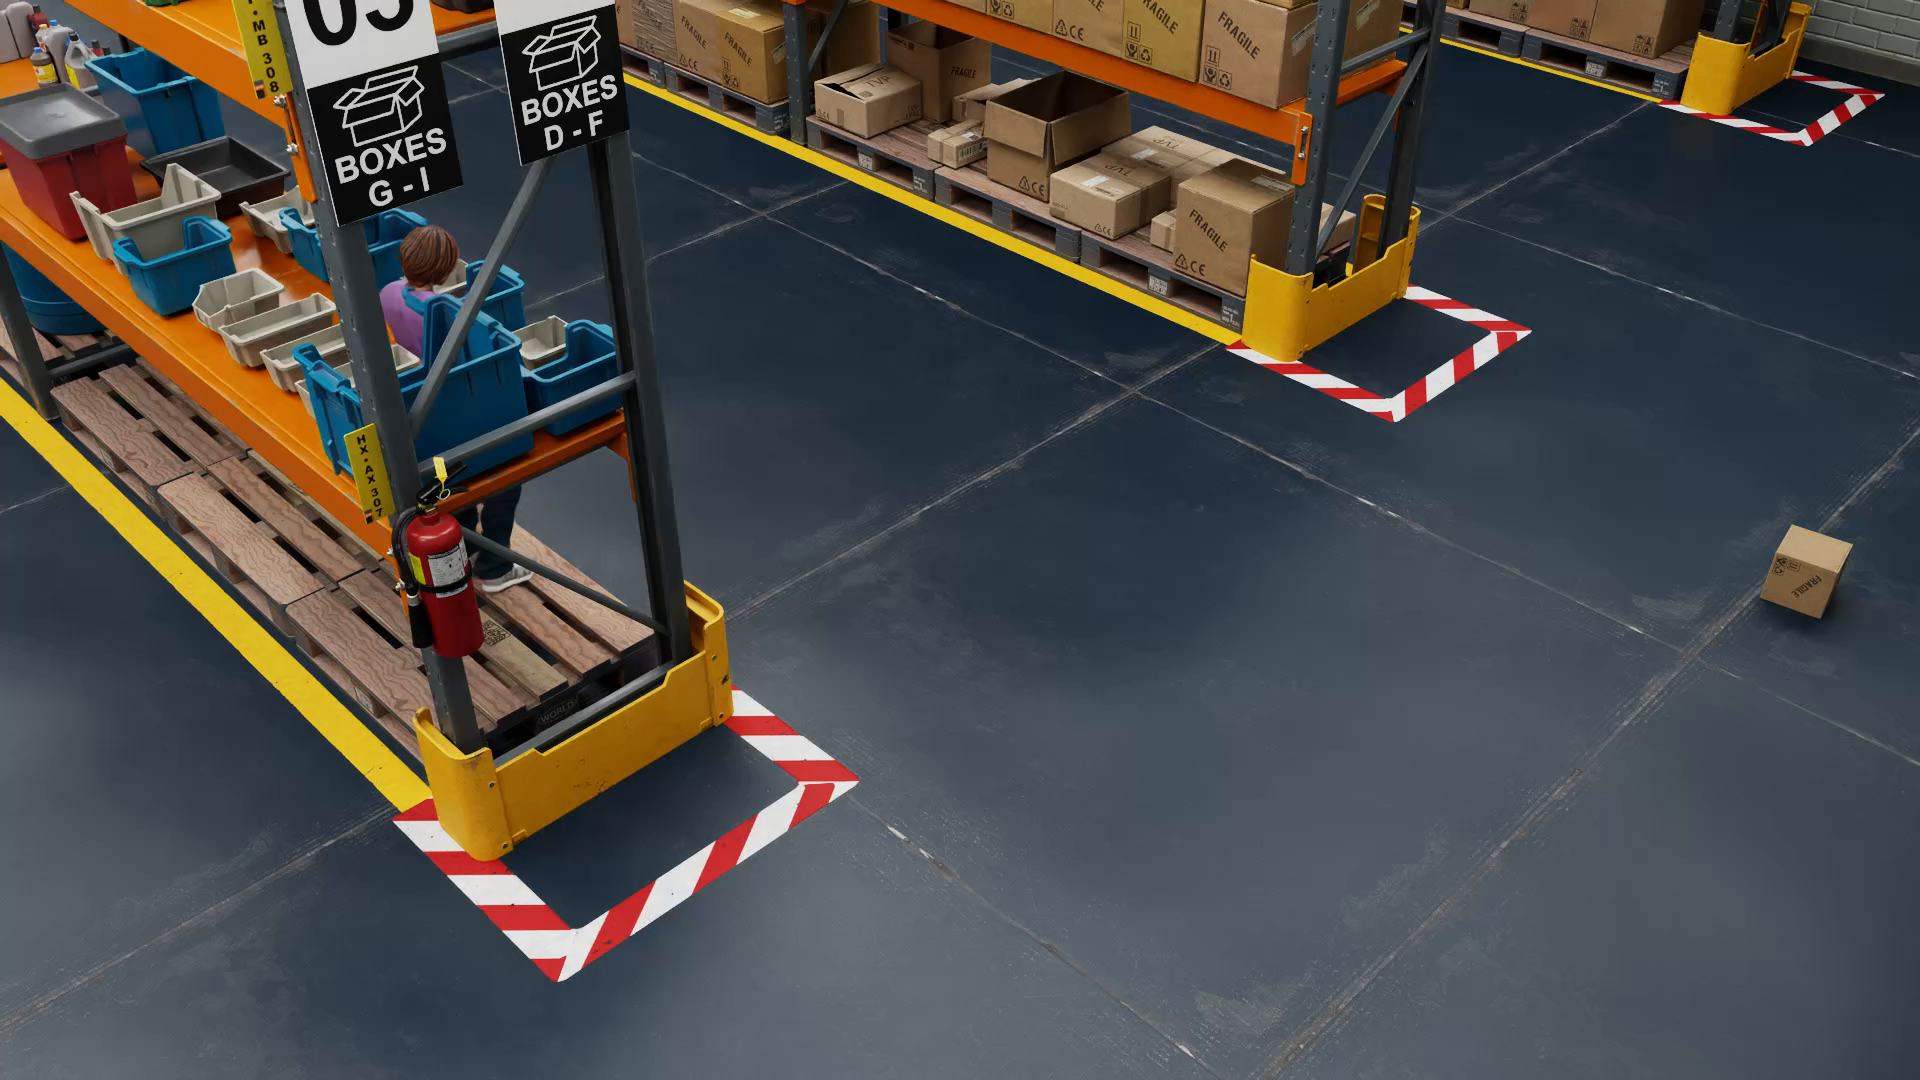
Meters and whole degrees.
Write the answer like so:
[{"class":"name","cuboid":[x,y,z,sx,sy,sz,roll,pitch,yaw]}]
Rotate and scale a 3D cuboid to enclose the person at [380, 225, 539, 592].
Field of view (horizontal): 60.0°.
[{"class":"person","cuboid":[-1.969,-0.512,6.546,0.430,1.561,0.421,27,44,32]}]
